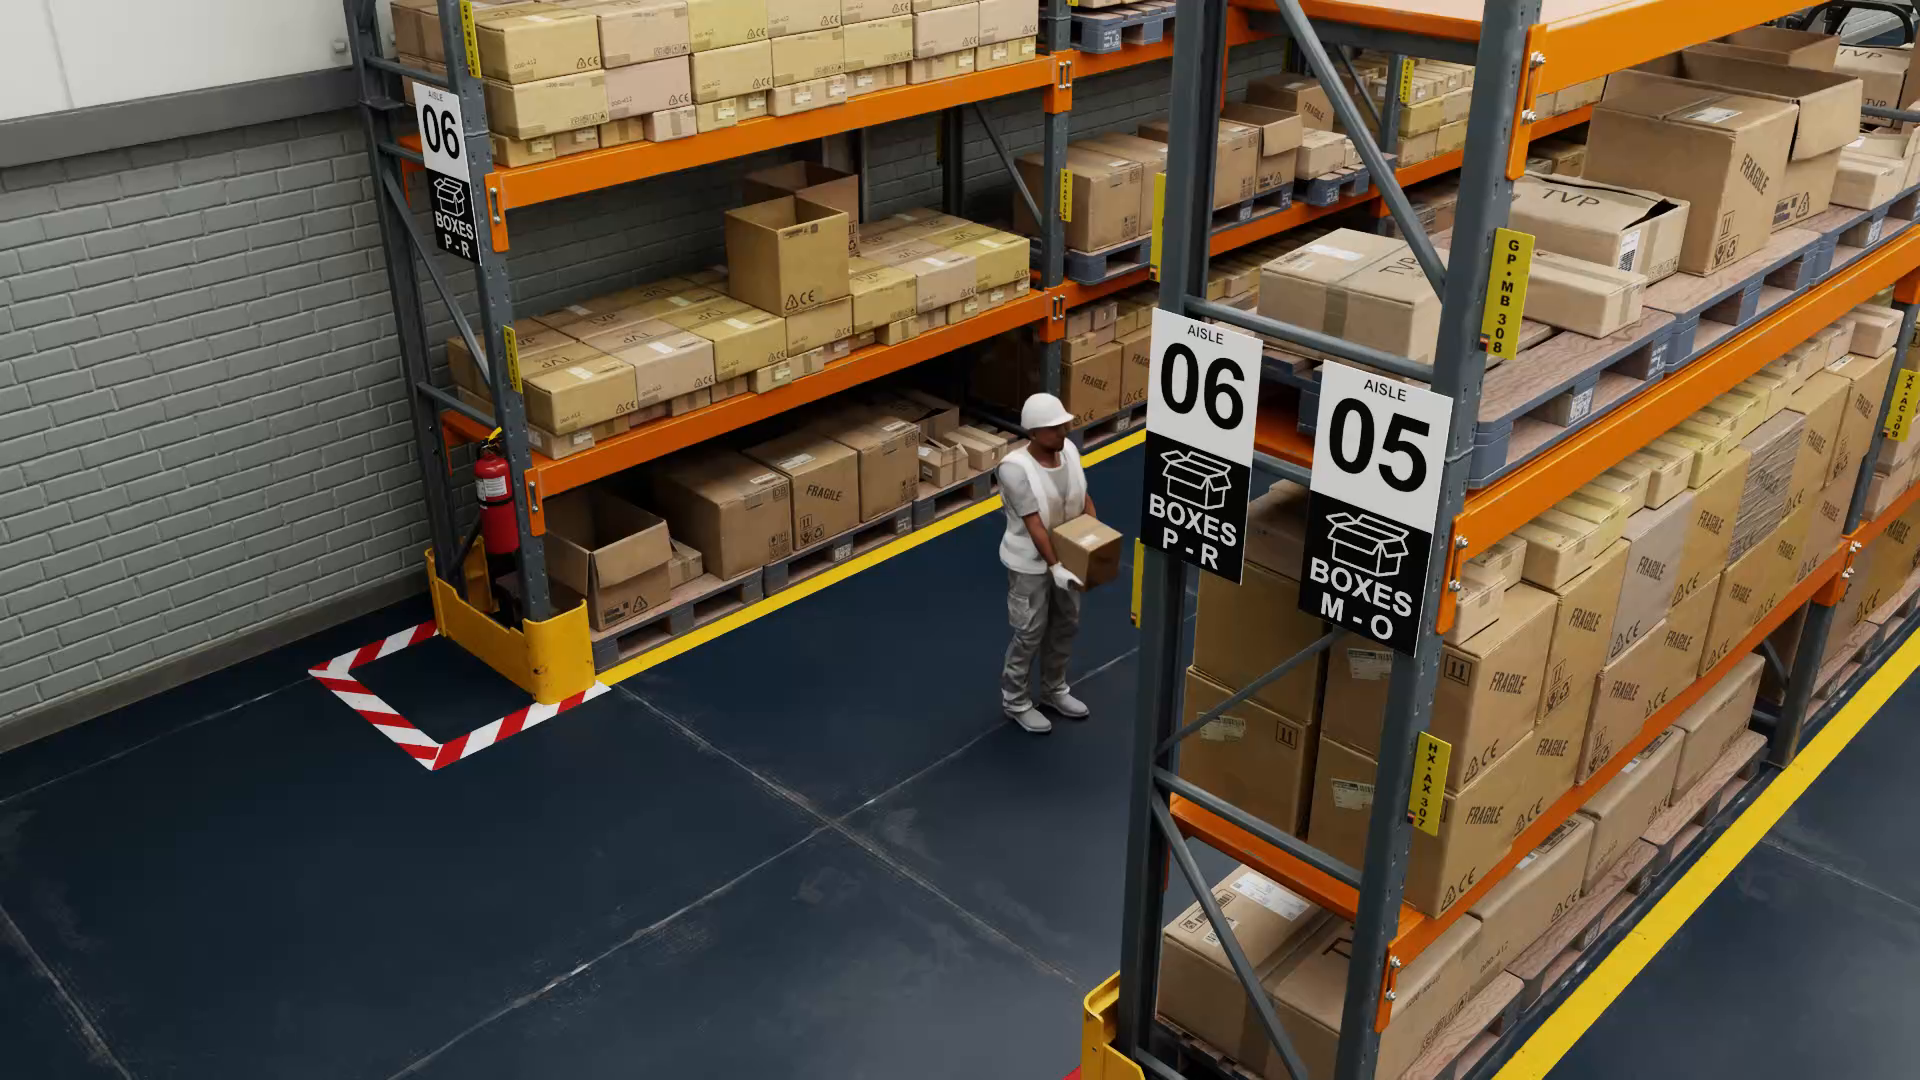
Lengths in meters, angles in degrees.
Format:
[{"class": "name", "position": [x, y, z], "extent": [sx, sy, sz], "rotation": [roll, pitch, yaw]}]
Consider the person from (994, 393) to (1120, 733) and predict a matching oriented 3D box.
[{"class": "person", "position": [0.498, 0.137, 8.337], "extent": [0.489, 1.781, 0.573], "rotation": [-25, 36, -39]}]
